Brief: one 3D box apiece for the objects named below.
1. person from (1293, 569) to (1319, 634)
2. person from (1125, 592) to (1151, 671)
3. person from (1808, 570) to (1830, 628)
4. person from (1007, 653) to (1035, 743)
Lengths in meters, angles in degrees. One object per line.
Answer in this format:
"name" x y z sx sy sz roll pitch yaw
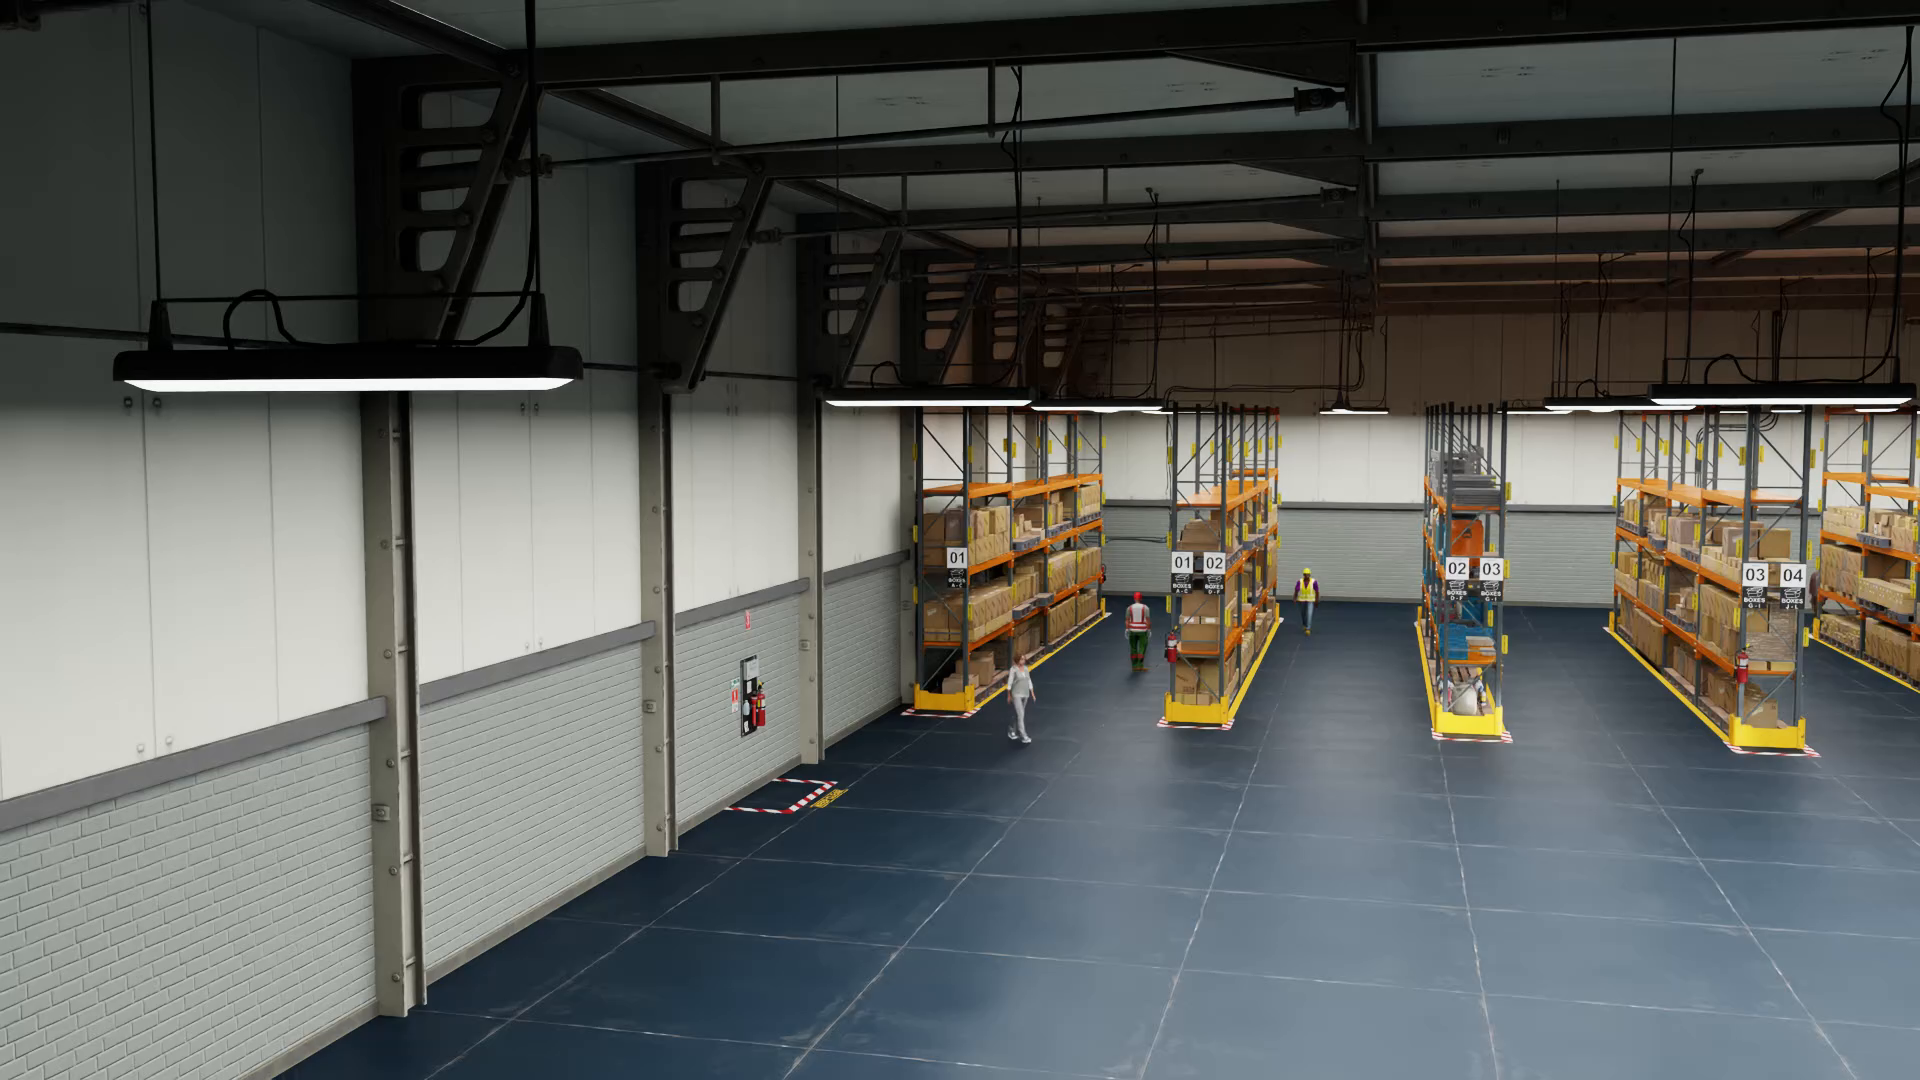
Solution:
"person" 9.139 1.608 43.897 0.634 1.704 1.077 1 4 17
"person" 4.021 2.062 37.539 0.593 1.786 0.506 1 4 15
"person" 23.373 1.499 45.148 0.923 1.750 0.596 -2 5 -25
"person" 1.088 2.766 29.271 0.460 1.564 0.858 -4 6 -41
